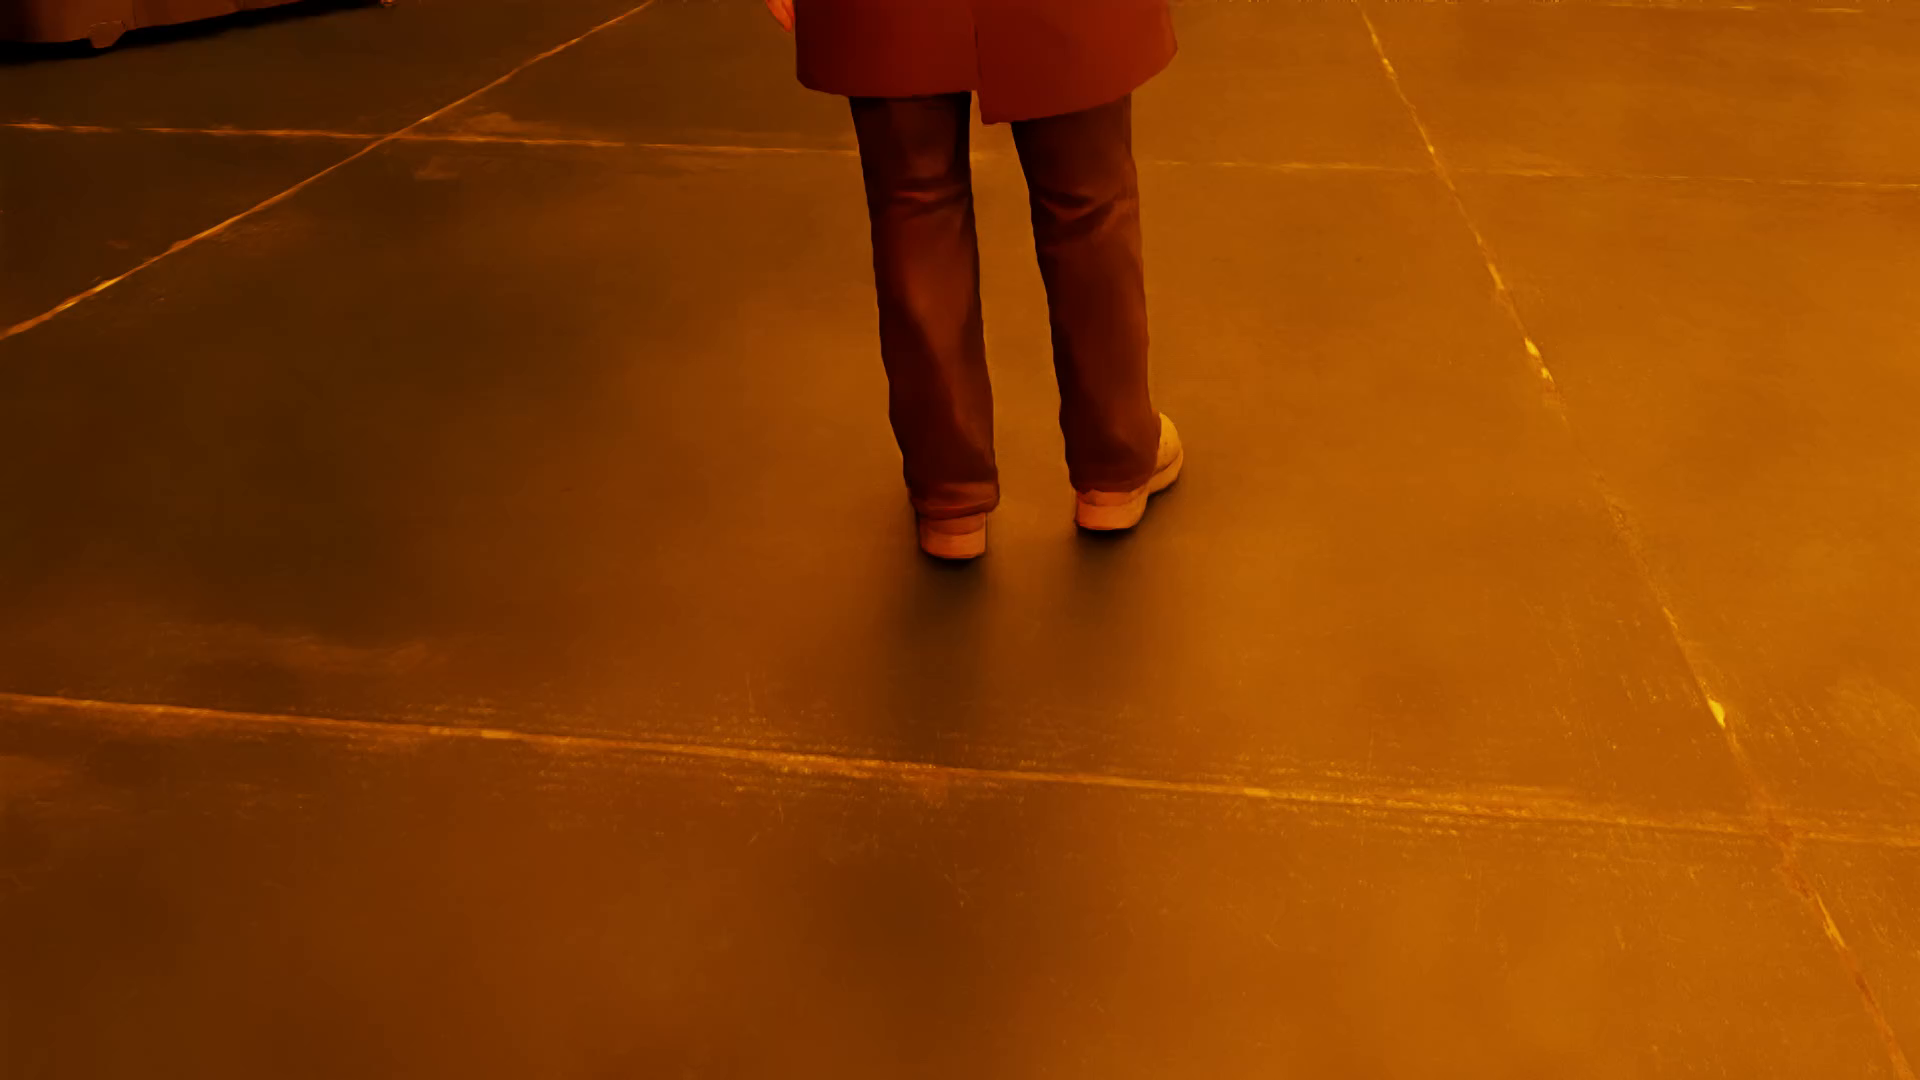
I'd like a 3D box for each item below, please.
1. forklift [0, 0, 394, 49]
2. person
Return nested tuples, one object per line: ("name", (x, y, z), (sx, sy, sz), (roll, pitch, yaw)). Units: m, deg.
("forklift", (-2.950, -3.675, 6.584), (1.130, 2.935, 3.031), (13, 29, 24))
("person", (0.017, -0.842, 2.180), (0.694, 1.776, 0.580), (3, 27, 7))
